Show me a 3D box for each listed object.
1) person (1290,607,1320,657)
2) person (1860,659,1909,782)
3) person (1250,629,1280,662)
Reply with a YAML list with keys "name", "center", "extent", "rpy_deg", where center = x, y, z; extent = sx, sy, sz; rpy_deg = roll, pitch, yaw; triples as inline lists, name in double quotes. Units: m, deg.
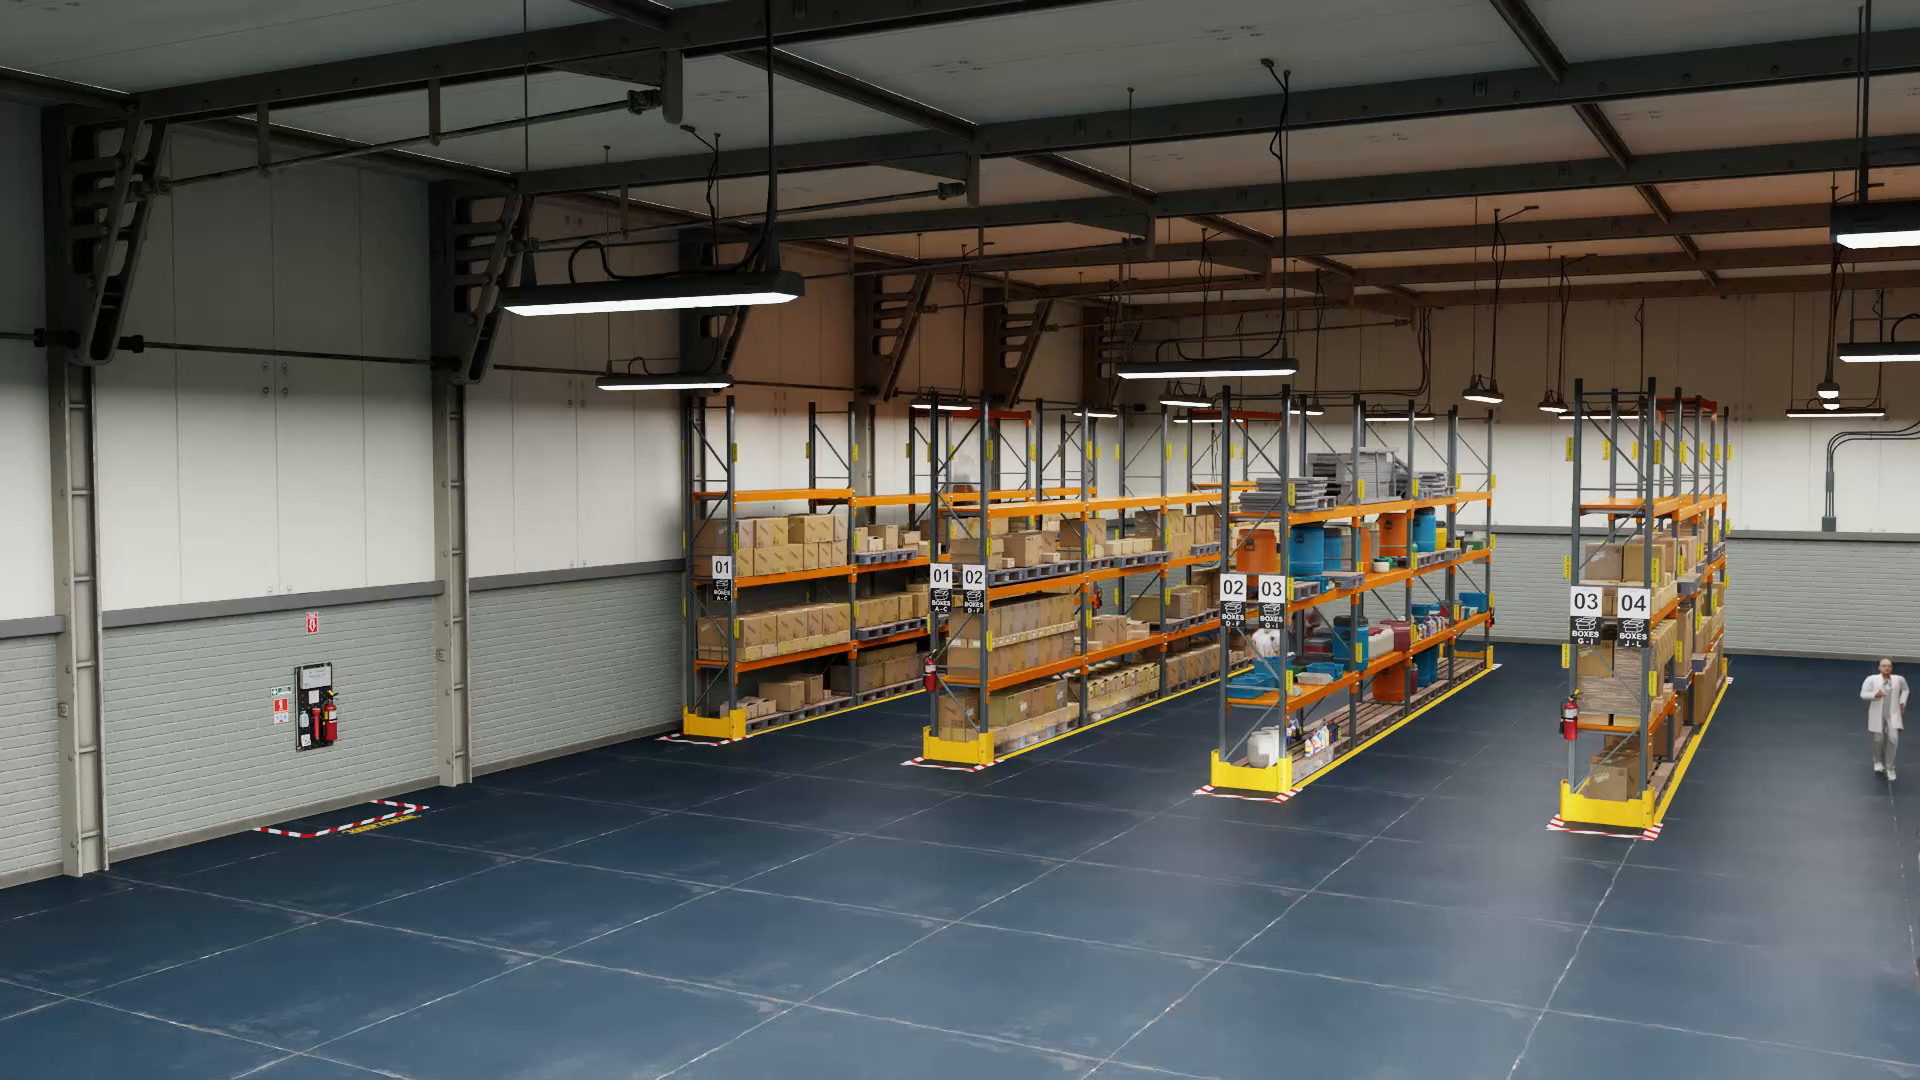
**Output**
- name: "person"
  center: [7.730, 2.164, 37.357]
  extent: [0.720, 1.735, 0.970]
  rpy_deg: [1, 3, 22]
- name: "person"
  center: [14.277, 2.749, 25.673]
  extent: [0.685, 1.831, 0.832]
  rpy_deg: [1, 3, 24]
- name: "person"
  center: [6.016, 2.387, 32.655]
  extent: [0.679, 1.773, 0.898]
  rpy_deg: [1, 3, 16]
